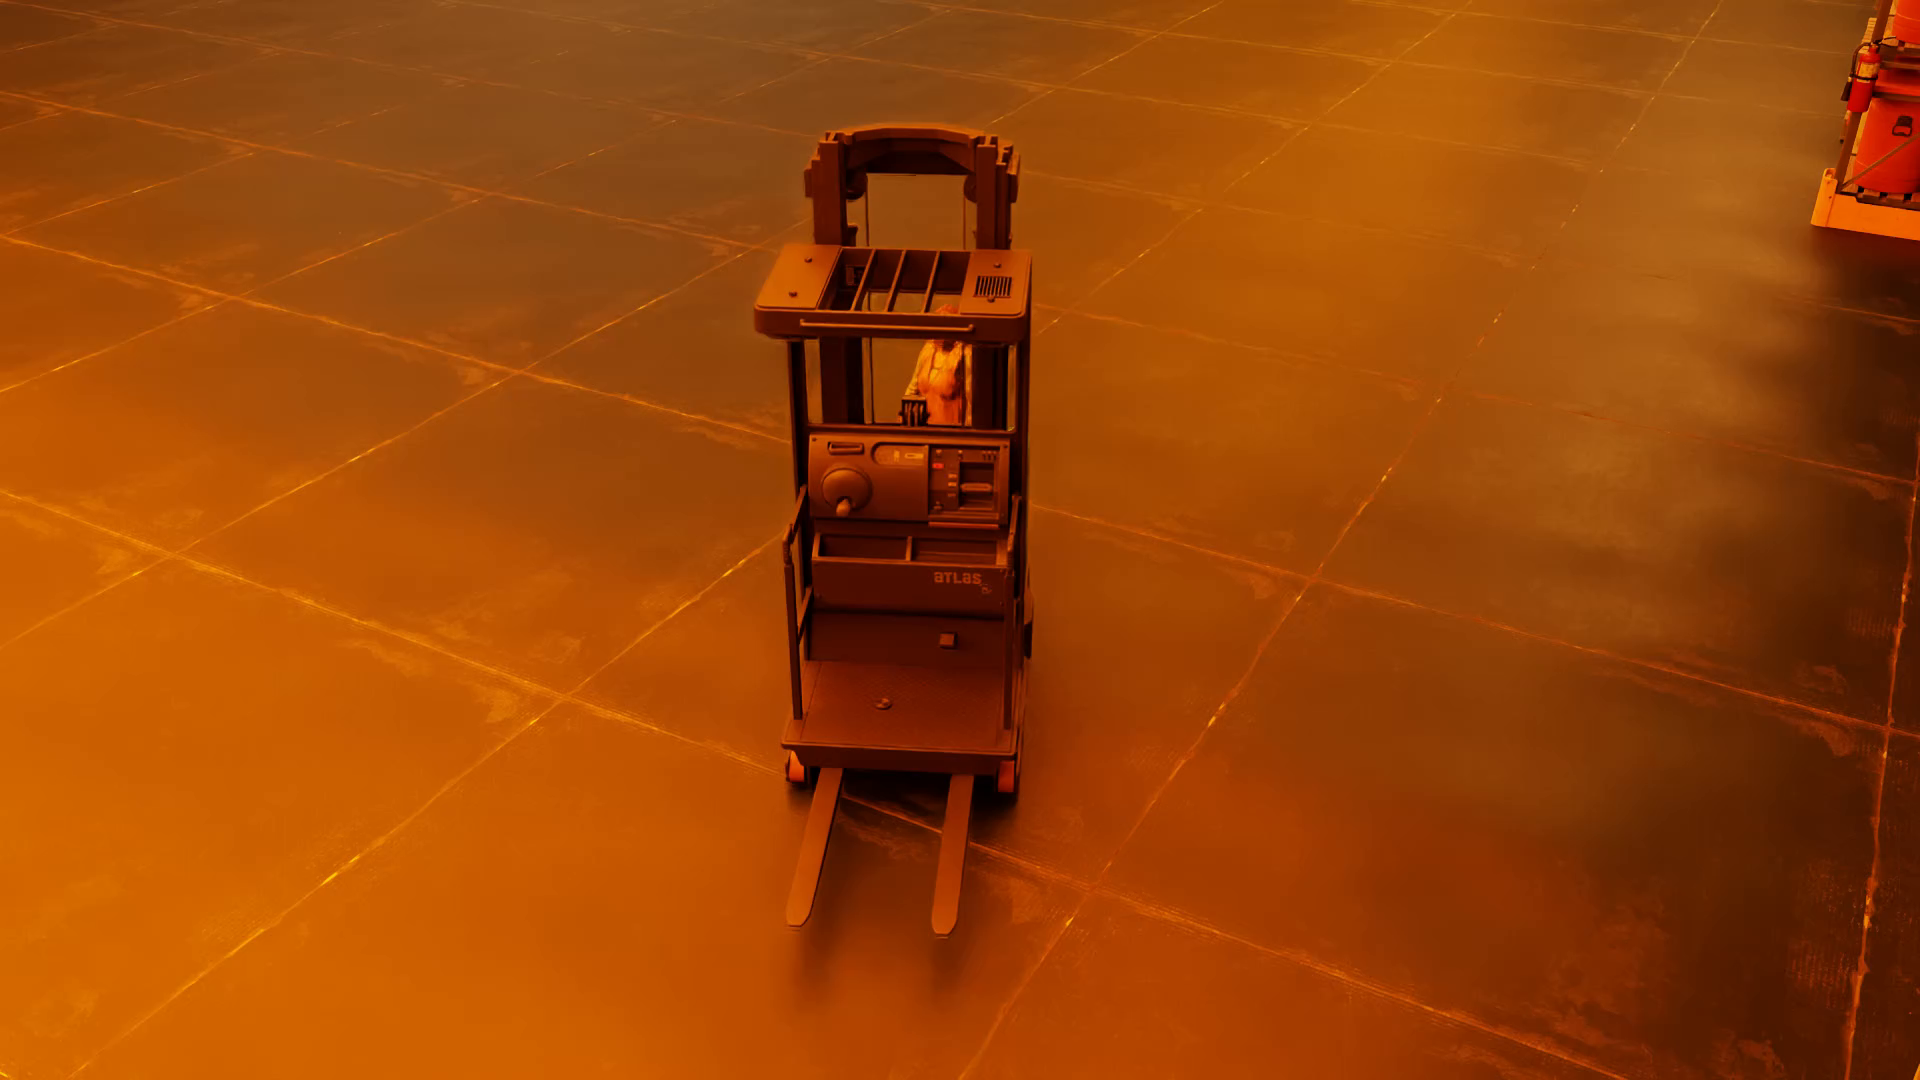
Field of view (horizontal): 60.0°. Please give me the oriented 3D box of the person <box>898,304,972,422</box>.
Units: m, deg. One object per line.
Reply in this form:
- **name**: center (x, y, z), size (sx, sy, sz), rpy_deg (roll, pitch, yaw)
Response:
- **person**: center (-0.195, -0.562, 9.418), size (0.597, 1.547, 0.575), rpy_deg (-27, 39, -38)

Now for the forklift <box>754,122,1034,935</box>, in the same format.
- **forklift**: center (-0.250, -0.238, 7.482), size (1.130, 2.935, 3.031), rpy_deg (2, 30, 4)
